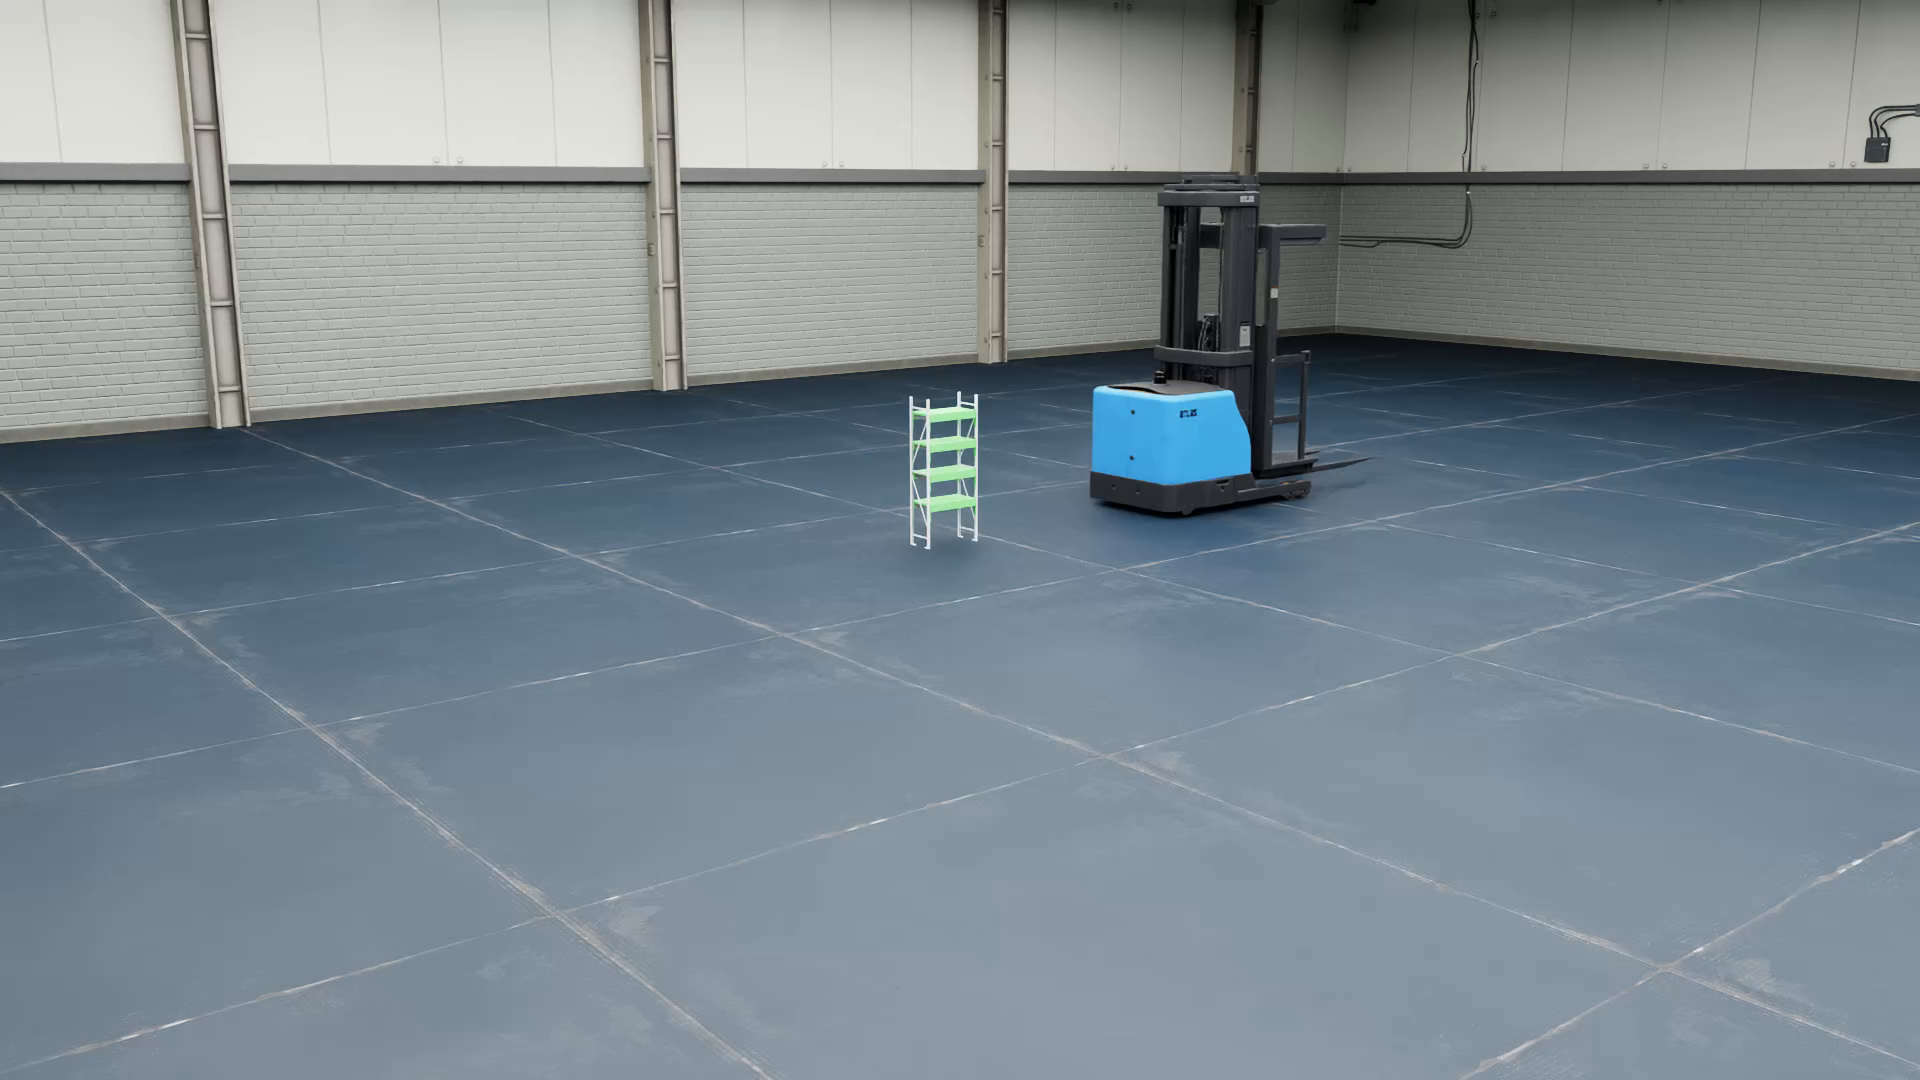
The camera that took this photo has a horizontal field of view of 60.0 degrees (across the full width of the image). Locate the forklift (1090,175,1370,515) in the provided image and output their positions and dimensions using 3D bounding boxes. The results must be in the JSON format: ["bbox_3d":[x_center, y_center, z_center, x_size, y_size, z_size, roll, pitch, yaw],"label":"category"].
[{"bbox_3d":[2.646,-1.876,15.408,3.031,2.935,1.130,-10,15,-38],"label":"forklift"}]

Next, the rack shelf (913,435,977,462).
[{"bbox_3d":[-0.129,-0.738,13.366,0.480,0.148,0.258,-9,15,-38],"label":"rack shelf"}]

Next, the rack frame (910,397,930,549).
[{"bbox_3d":[-0.320,-0.534,13.254,0.015,1.200,0.240,-9,15,-38],"label":"rack frame"}]

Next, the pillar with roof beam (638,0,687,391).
[{"bbox_3d":[-1.462,-5.865,19.586,0.400,9.000,9.100,-9,15,-38],"label":"pillar with roof beam"}]

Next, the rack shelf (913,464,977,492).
[{"bbox_3d":[-0.129,-0.503,13.416,0.480,0.148,0.258,-9,15,-38],"label":"rack shelf"}]

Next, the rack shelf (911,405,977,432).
[{"bbox_3d":[-0.129,-0.972,13.317,0.480,0.148,0.258,-9,15,-38],"label":"rack shelf"}]

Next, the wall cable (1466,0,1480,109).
[{"bbox_3d":[10.036,-8.801,28.729,0.112,2.526,3.097,-9,15,-38],"label":"wall cable"}]

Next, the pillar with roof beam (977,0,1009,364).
[{"bbox_3d":[3.223,-6.644,23.253,0.400,9.000,9.100,-9,15,-38],"label":"pillar with roof beam"}]

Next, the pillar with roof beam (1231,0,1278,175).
[{"bbox_3d":[7.908,-7.422,26.919,0.548,9.000,9.100,-9,15,-38],"label":"pillar with roof beam"}]

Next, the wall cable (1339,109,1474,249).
[{"bbox_3d":[8.346,-6.770,31.320,0.112,2.526,3.097,-9,15,-38],"label":"wall cable"}]

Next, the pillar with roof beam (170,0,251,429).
[{"bbox_3d":[-6.147,-5.087,15.920,0.400,9.000,9.100,-9,15,-38],"label":"pillar with roof beam"}]

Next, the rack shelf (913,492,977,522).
[{"bbox_3d":[-0.129,-0.268,13.466,0.480,0.148,0.258,-9,15,-38],"label":"rack shelf"}]

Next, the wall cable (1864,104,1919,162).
[{"bbox_3d":[14.264,-8.410,23.383,0.169,6.003,2.305,-9,15,-38],"label":"wall cable"}]

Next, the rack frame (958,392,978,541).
[{"bbox_3d":[0.061,-0.597,13.552,0.015,1.200,0.240,-9,15,-38],"label":"rack frame"}]

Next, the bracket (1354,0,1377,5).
[{"bbox_3d":[7.616,-10.185,31.264,0.430,0.232,0.235,-9,15,-38],"label":"bracket"}]

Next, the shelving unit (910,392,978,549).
[{"bbox_3d":[-0.129,-0.565,13.403,0.503,1.200,0.258,-9,15,-38],"label":"shelving unit"}]
